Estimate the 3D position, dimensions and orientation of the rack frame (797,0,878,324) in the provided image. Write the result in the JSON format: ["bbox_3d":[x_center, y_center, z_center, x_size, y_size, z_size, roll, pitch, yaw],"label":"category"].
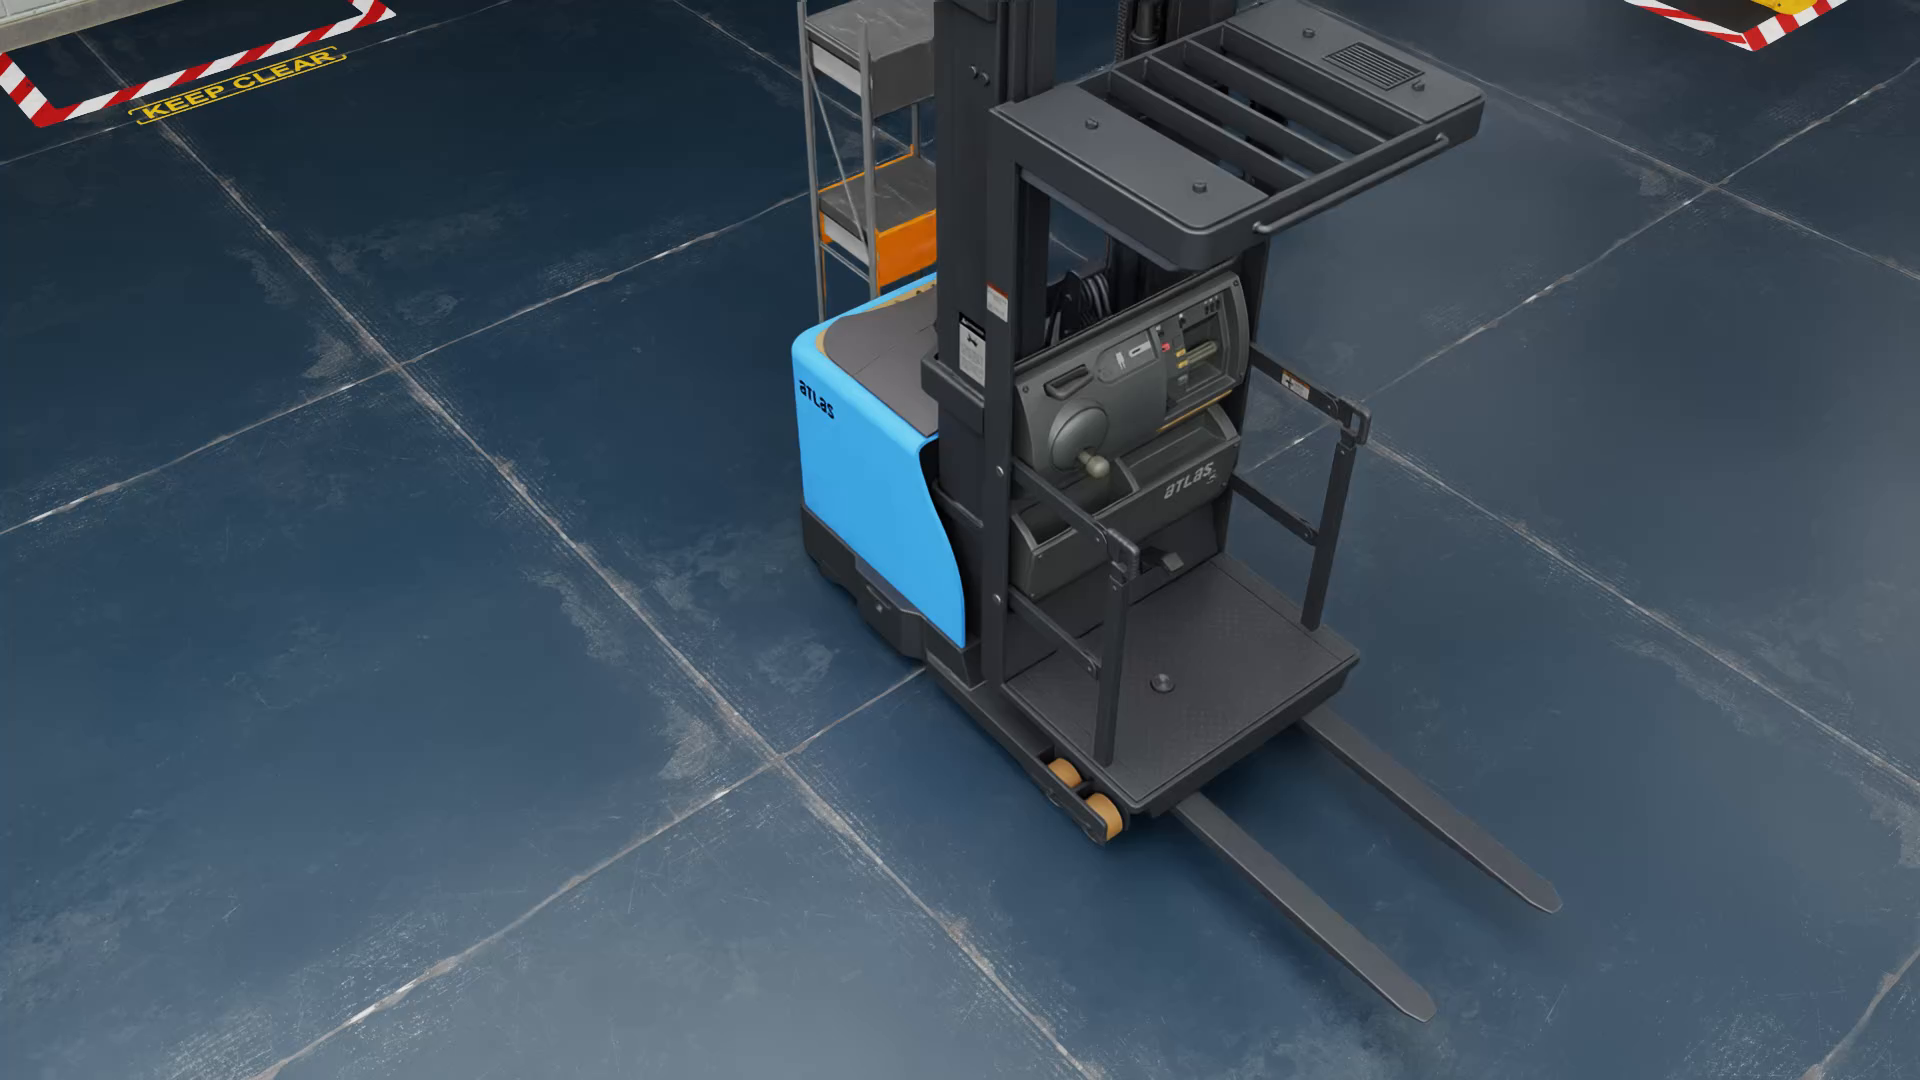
[{"bbox_3d":[-0.438,-1.057,6.341,0.015,2.100,0.400,-29,50,-27],"label":"rack frame"}]

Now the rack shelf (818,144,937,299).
[{"bbox_3d":[-0.247,-1.151,6.462,0.480,0.518,0.431,-29,50,-27],"label":"rack shelf"}]

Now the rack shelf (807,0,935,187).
[{"bbox_3d":[-0.247,-1.661,5.982,0.480,0.518,0.431,-29,50,-27],"label":"rack shelf"}]

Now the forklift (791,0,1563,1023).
[{"bbox_3d":[0.688,-0.433,5.070,1.130,2.935,3.031,-29,50,-27],"label":"forklift"}]

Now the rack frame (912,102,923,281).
[{"bbox_3d":[-0.056,-1.265,6.563,0.015,2.100,0.400,-29,50,-27],"label":"rack frame"}]

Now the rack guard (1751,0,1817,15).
[{"bbox_3d":[4.832,-3.758,10.387,0.348,0.500,1.175,-30,51,-28],"label":"rack guard"}]

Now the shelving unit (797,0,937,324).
[{"bbox_3d":[-0.247,-1.161,6.452,0.503,2.100,0.431,-29,50,-27],"label":"shelving unit"}]
